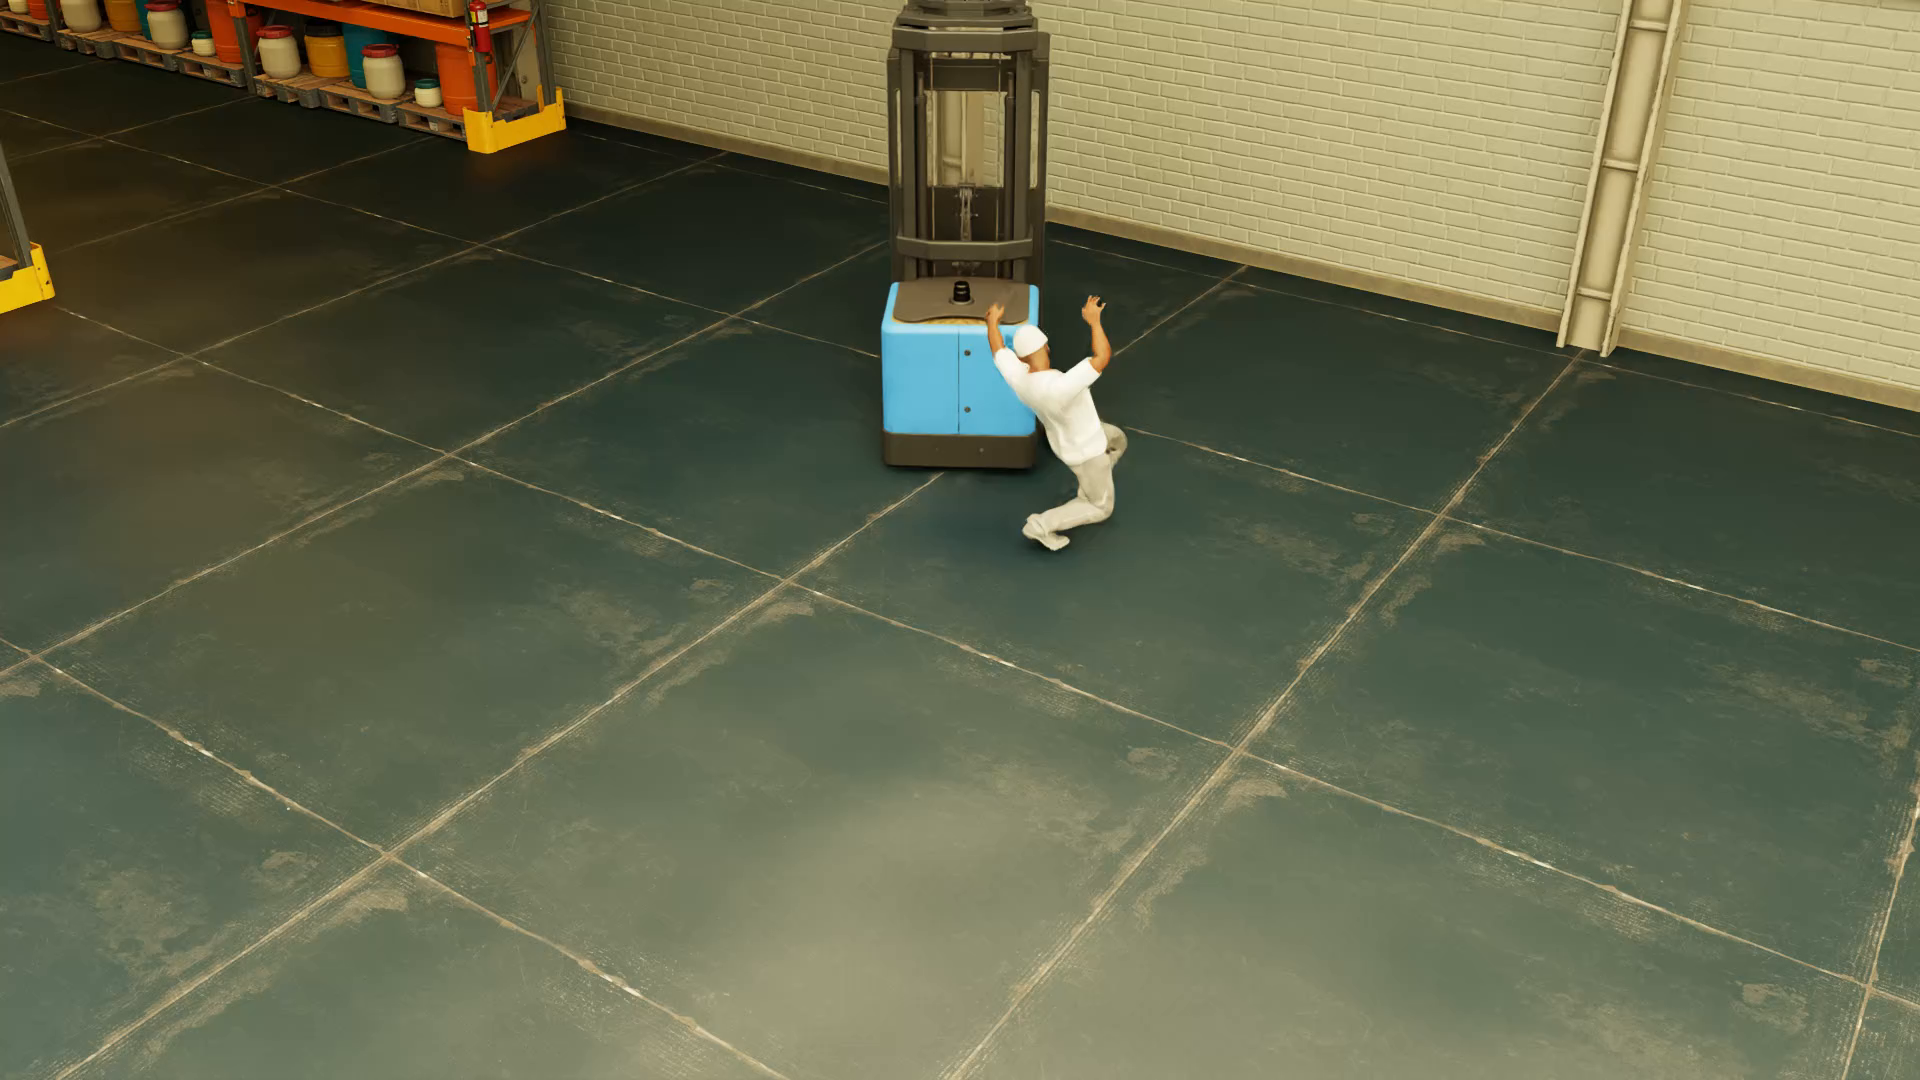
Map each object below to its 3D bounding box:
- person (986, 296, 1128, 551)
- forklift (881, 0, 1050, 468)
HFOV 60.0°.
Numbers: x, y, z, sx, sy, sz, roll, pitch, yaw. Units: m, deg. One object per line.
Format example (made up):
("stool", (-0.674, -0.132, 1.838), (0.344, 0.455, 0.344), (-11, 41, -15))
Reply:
("person", (0.645, -0.820, 10.338), (0.841, 1.640, 1.156), (-10, 32, -17))
("forklift", (0.066, -2.456, 11.811), (1.130, 2.935, 3.031), (1, 30, 2))
